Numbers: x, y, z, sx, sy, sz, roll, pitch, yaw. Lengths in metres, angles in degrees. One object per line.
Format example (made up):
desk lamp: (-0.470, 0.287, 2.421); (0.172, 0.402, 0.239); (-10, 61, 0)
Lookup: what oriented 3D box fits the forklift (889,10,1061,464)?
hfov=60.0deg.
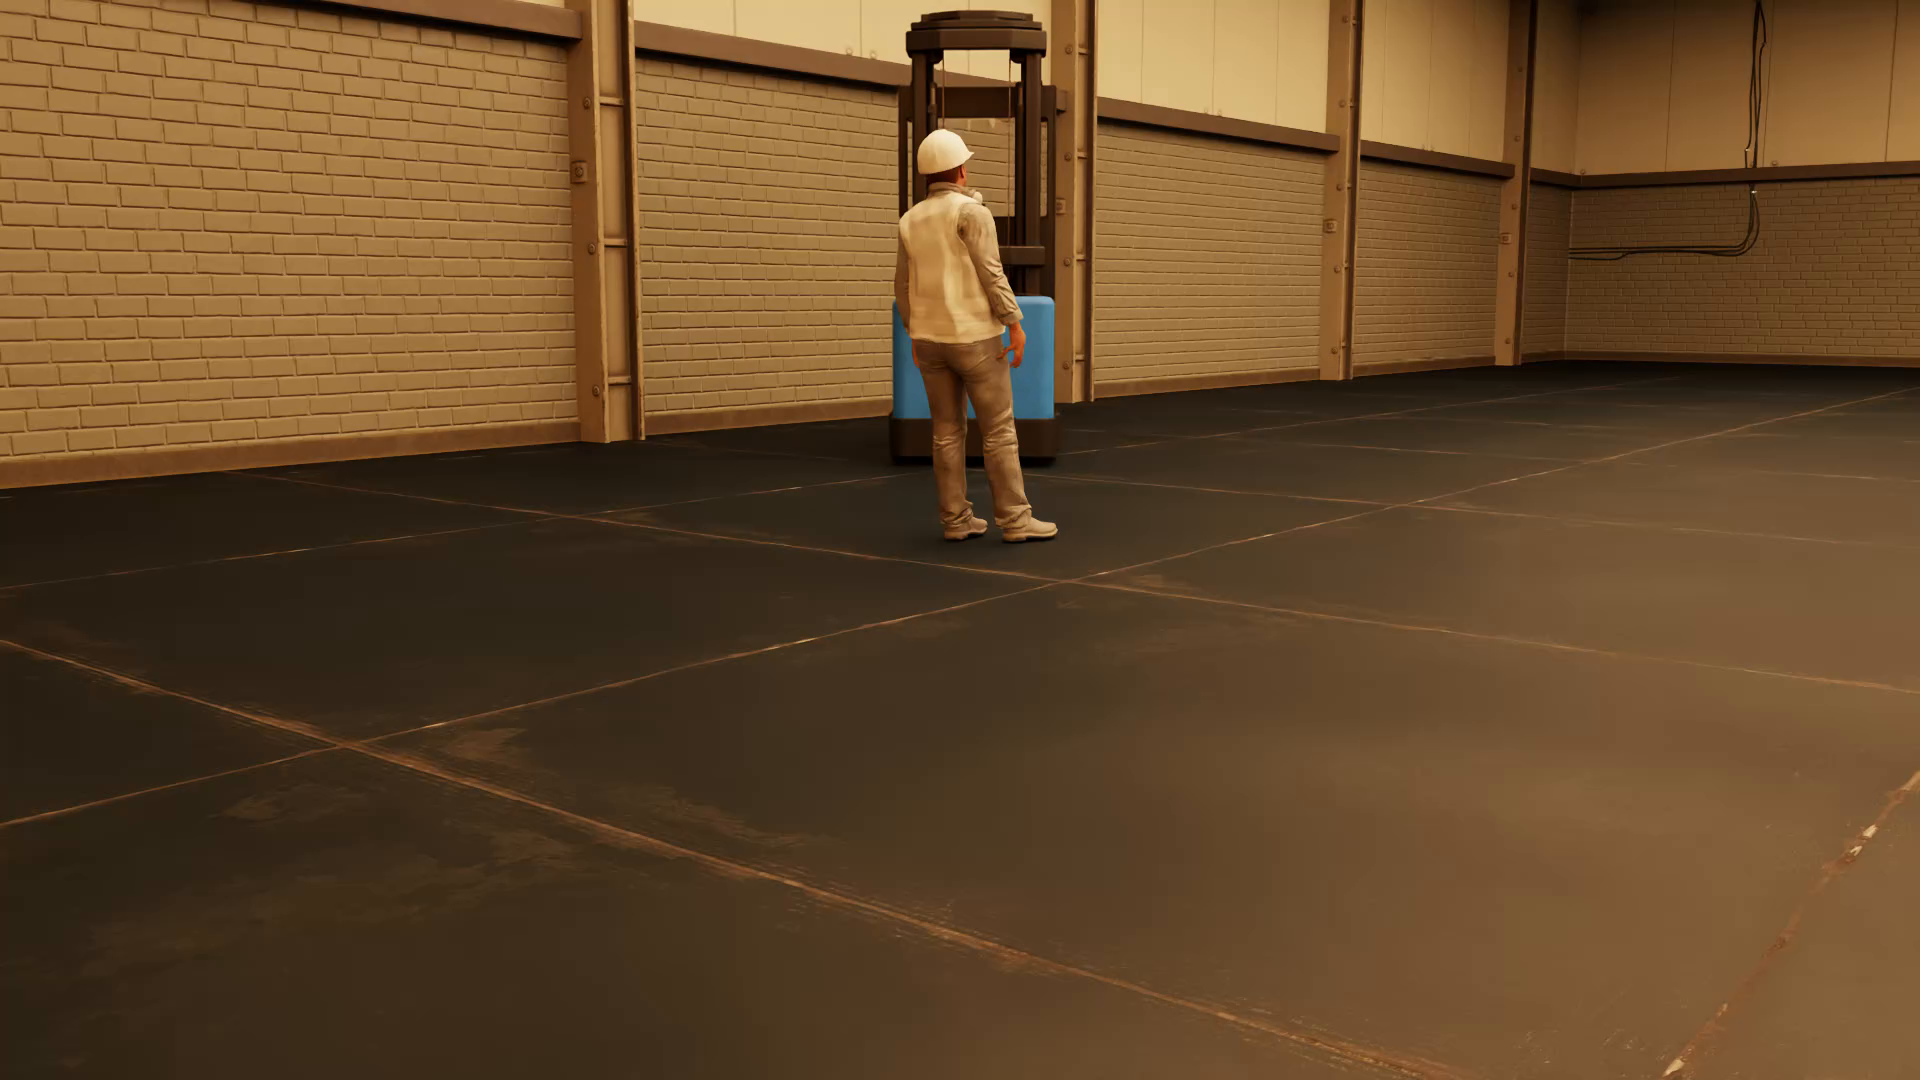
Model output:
forklift: (0.128, -2.121, 11.775); (1.130, 2.935, 3.031); (0, 8, 2)

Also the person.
person: (0.045, -0.891, 7.318); (0.632, 1.773, 0.568); (7, 11, 38)
